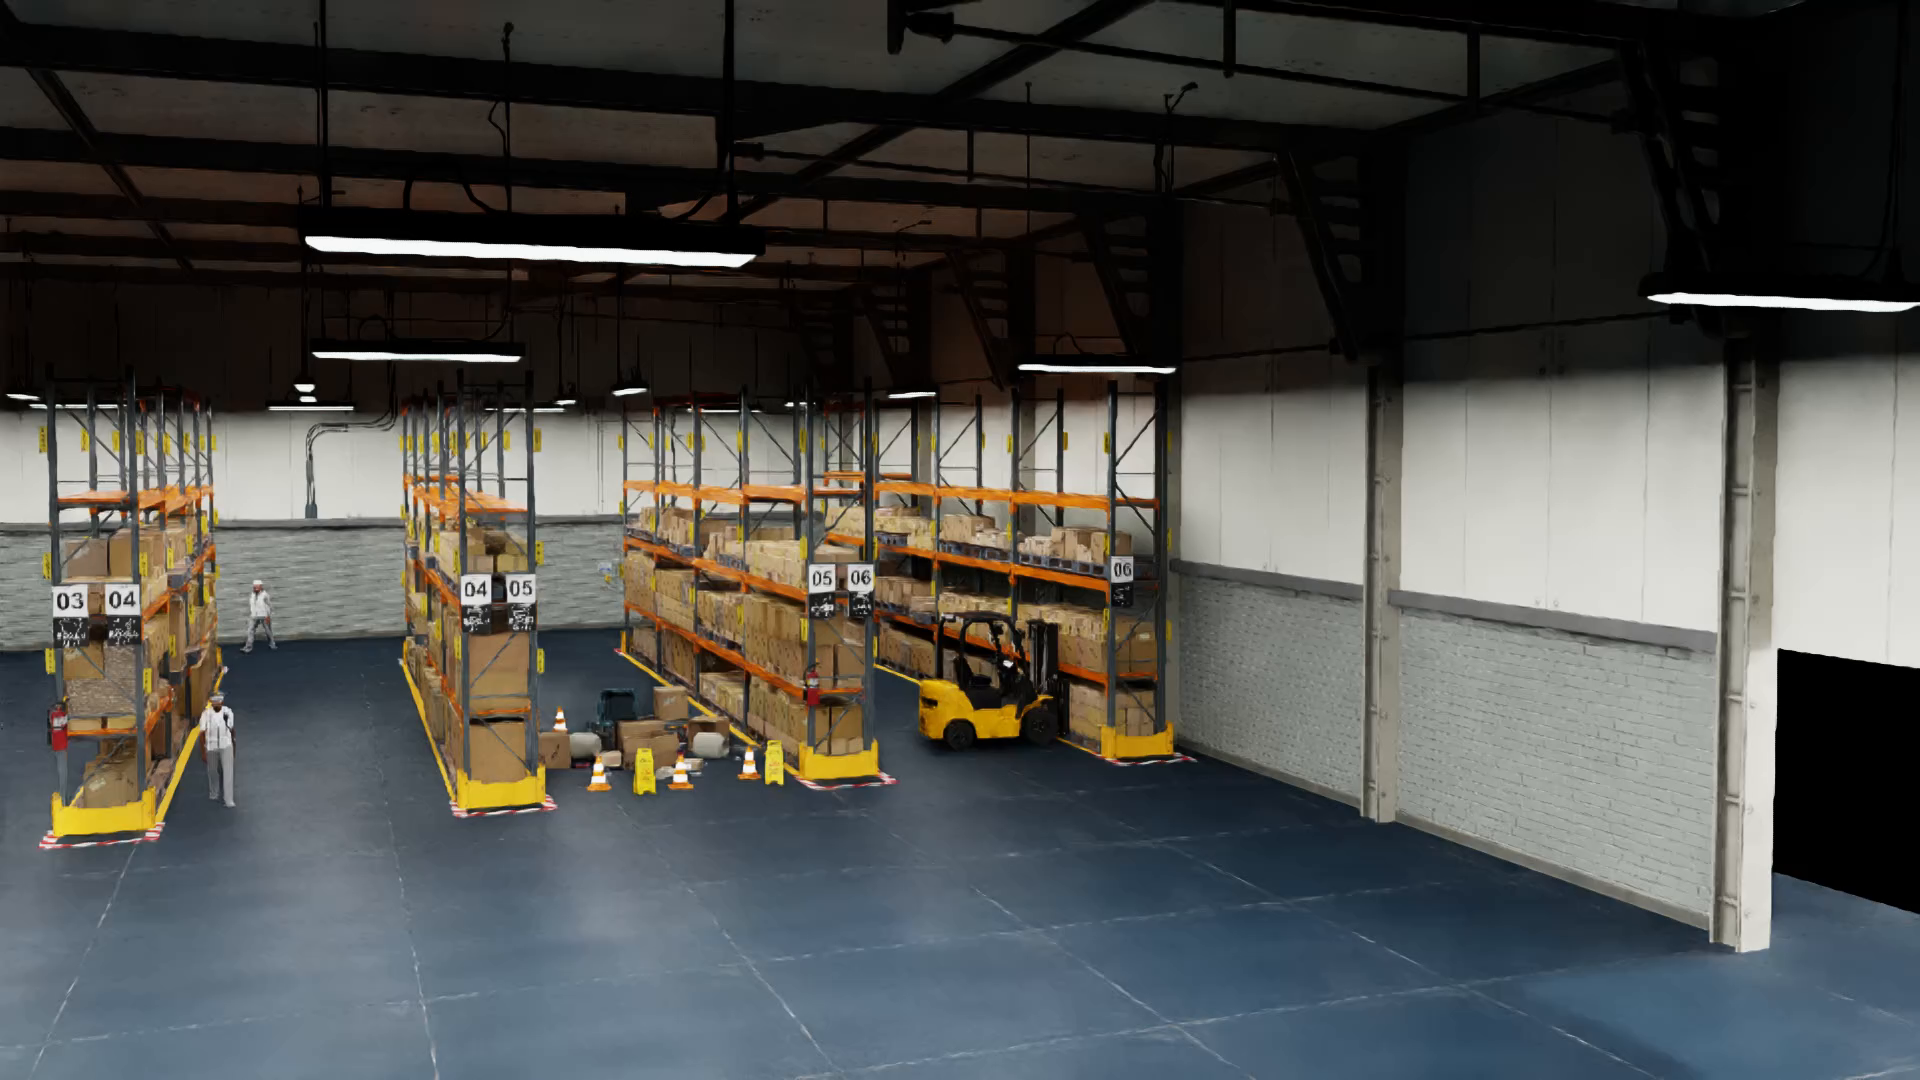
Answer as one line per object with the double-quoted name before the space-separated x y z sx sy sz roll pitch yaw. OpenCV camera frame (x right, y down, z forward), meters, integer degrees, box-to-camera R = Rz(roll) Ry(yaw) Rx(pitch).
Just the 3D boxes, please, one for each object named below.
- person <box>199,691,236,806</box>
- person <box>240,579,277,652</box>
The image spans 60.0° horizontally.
"person" -10.240 2.846 22.943 0.455 1.588 1.089 -1 4 -23
"person" -16.823 1.804 39.934 0.580 1.732 0.933 0 3 8
